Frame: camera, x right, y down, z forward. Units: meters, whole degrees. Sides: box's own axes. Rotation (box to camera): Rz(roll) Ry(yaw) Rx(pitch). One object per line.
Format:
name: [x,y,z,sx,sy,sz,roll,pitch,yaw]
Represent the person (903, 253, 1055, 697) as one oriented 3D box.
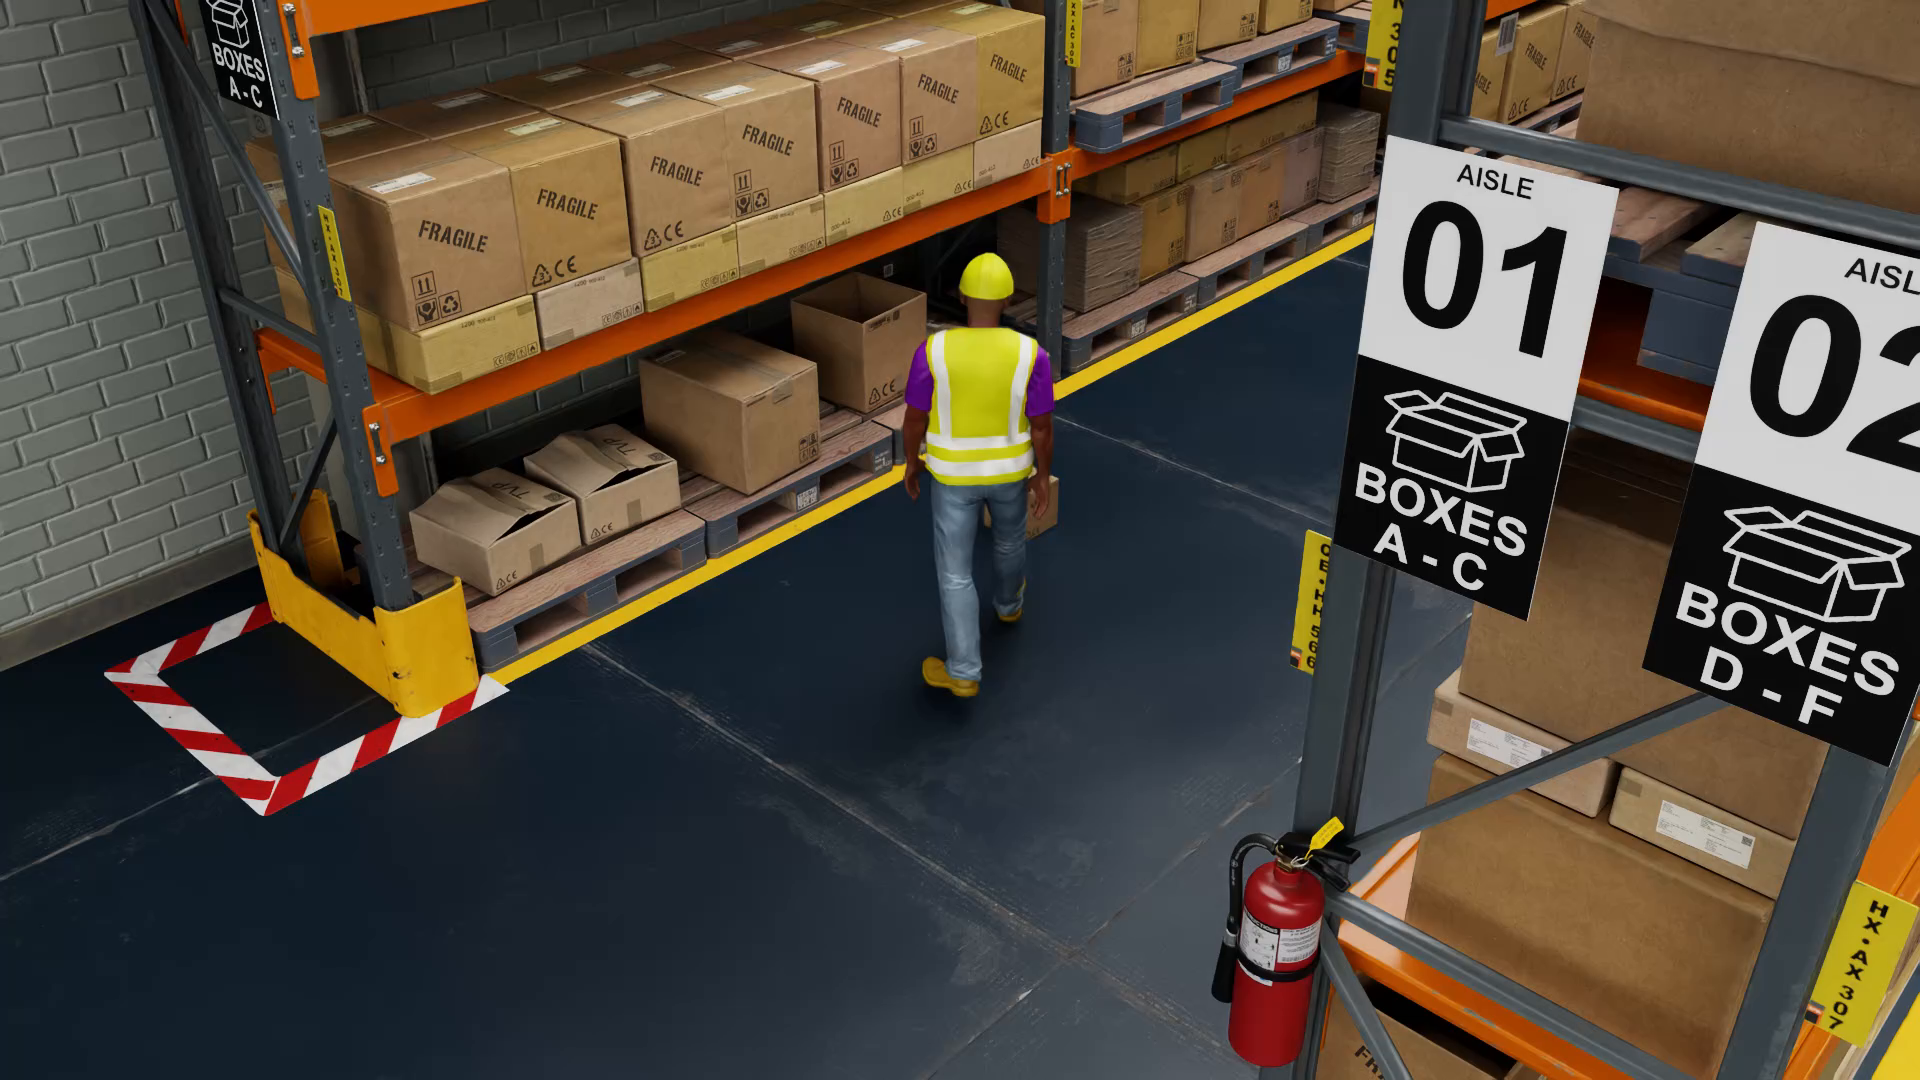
person: [0.069,-0.288,6.602,0.585,1.746,0.923,-3,31,-5]
